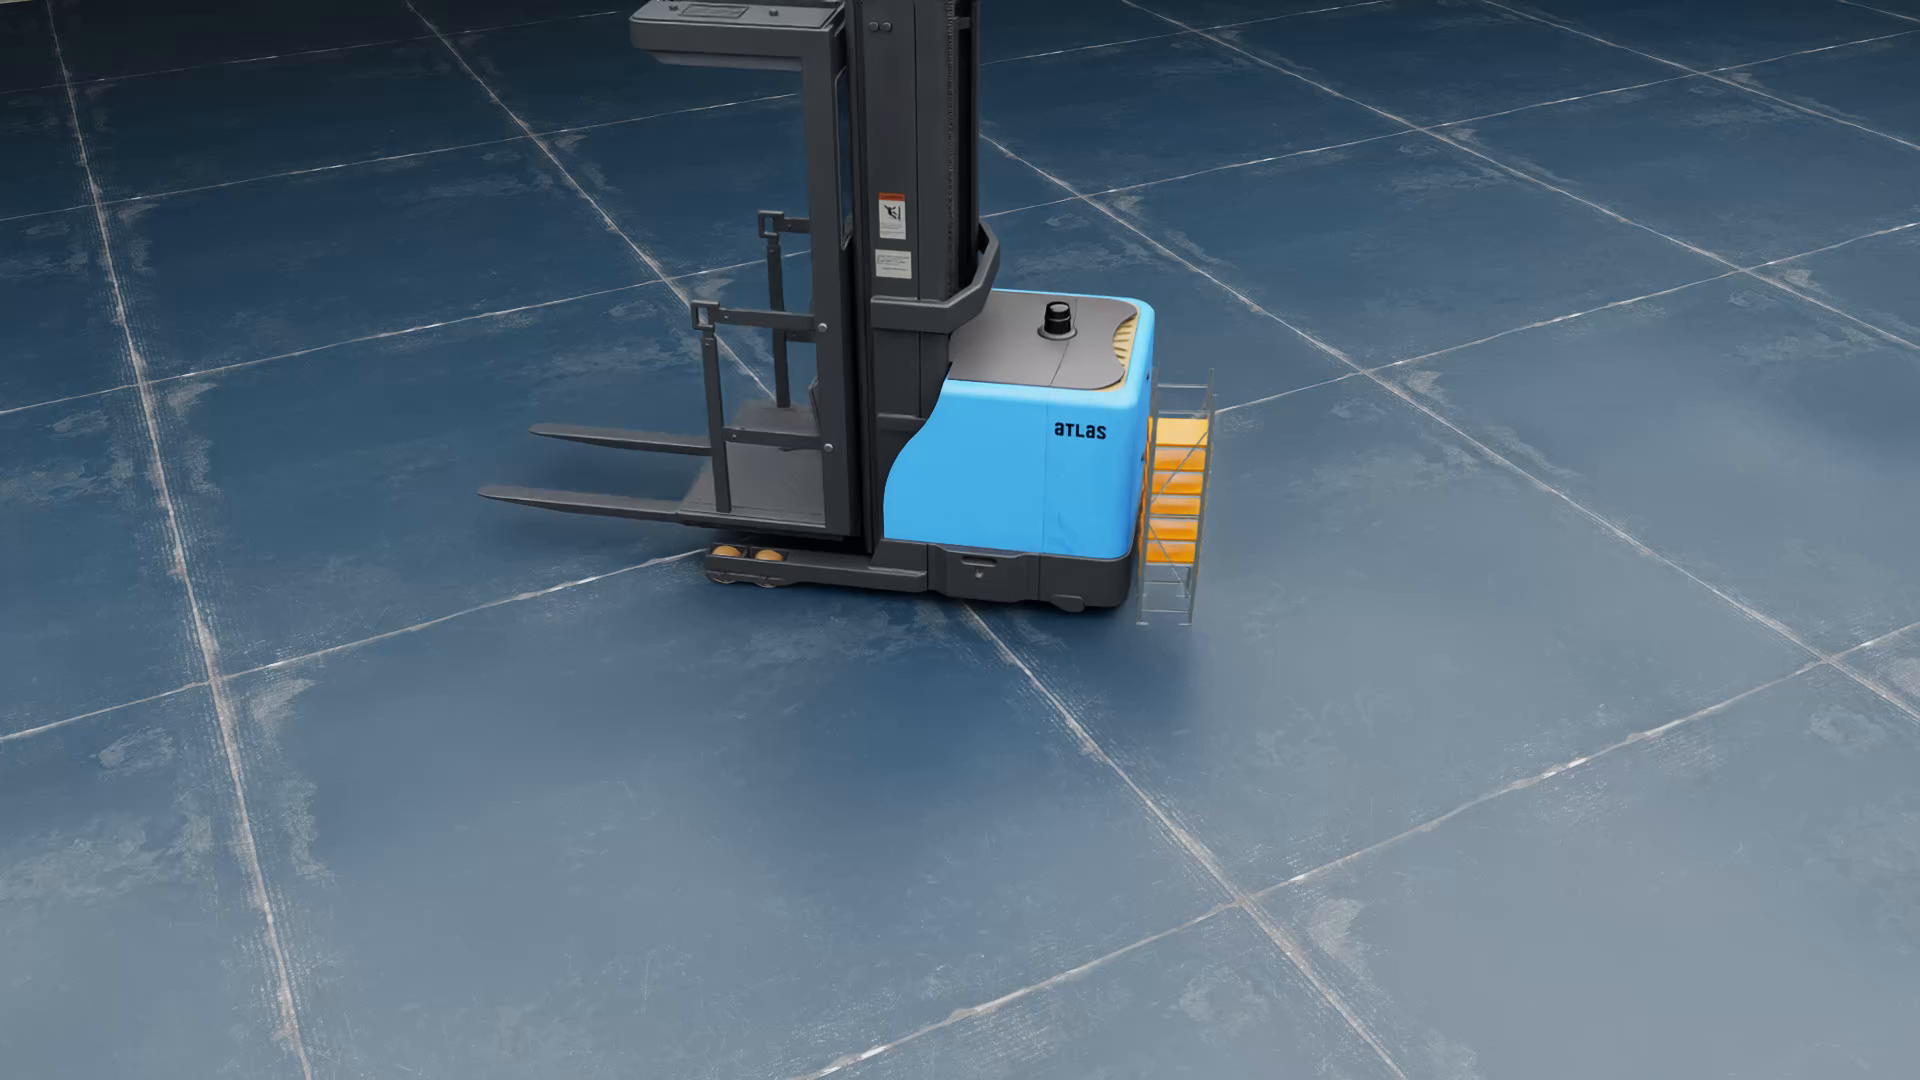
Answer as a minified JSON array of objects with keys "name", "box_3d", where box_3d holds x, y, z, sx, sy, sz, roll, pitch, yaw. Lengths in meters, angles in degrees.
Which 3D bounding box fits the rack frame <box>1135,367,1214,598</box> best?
[{"name":"rack frame","box_3d":[0.886,-0.214,6.938,0.240,1.200,0.006,2,39,3]}]

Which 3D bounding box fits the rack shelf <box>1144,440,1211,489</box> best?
[{"name":"rack shelf","box_3d":[0.880,-0.307,6.744,0.258,0.103,0.180,2,39,3]}]

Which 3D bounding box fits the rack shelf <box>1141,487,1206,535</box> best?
[{"name":"rack shelf","box_3d":[0.881,-0.122,6.896,0.258,0.103,0.180,2,39,3]}]

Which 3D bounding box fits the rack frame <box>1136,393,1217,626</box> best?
[{"name":"rack frame","box_3d":[0.876,-0.098,6.797,0.240,1.200,0.006,2,39,3]}]

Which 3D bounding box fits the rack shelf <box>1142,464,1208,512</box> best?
[{"name":"rack shelf","box_3d":[0.881,-0.215,6.820,0.258,0.103,0.180,2,39,3]}]

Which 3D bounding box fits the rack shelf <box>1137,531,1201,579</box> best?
[{"name":"rack shelf","box_3d":[0.883,0.063,7.048,0.258,0.103,0.180,2,39,3]}]

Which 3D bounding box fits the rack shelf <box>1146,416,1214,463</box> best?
[{"name":"rack shelf","box_3d":[0.879,-0.400,6.667,0.258,0.103,0.180,2,39,3]}]

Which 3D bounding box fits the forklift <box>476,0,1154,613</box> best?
[{"name":"forklift","box_3d":[-0.685,-1.295,7.055,3.031,2.935,1.130,5,33,8]}]

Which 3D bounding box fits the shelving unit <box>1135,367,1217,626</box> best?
[{"name":"shelving unit","box_3d":[0.881,-0.156,6.868,0.258,1.200,0.189,2,39,3]}]

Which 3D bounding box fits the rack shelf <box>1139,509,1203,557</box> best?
[{"name":"rack shelf","box_3d":[0.882,-0.029,6.972,0.258,0.103,0.180,2,39,3]}]
